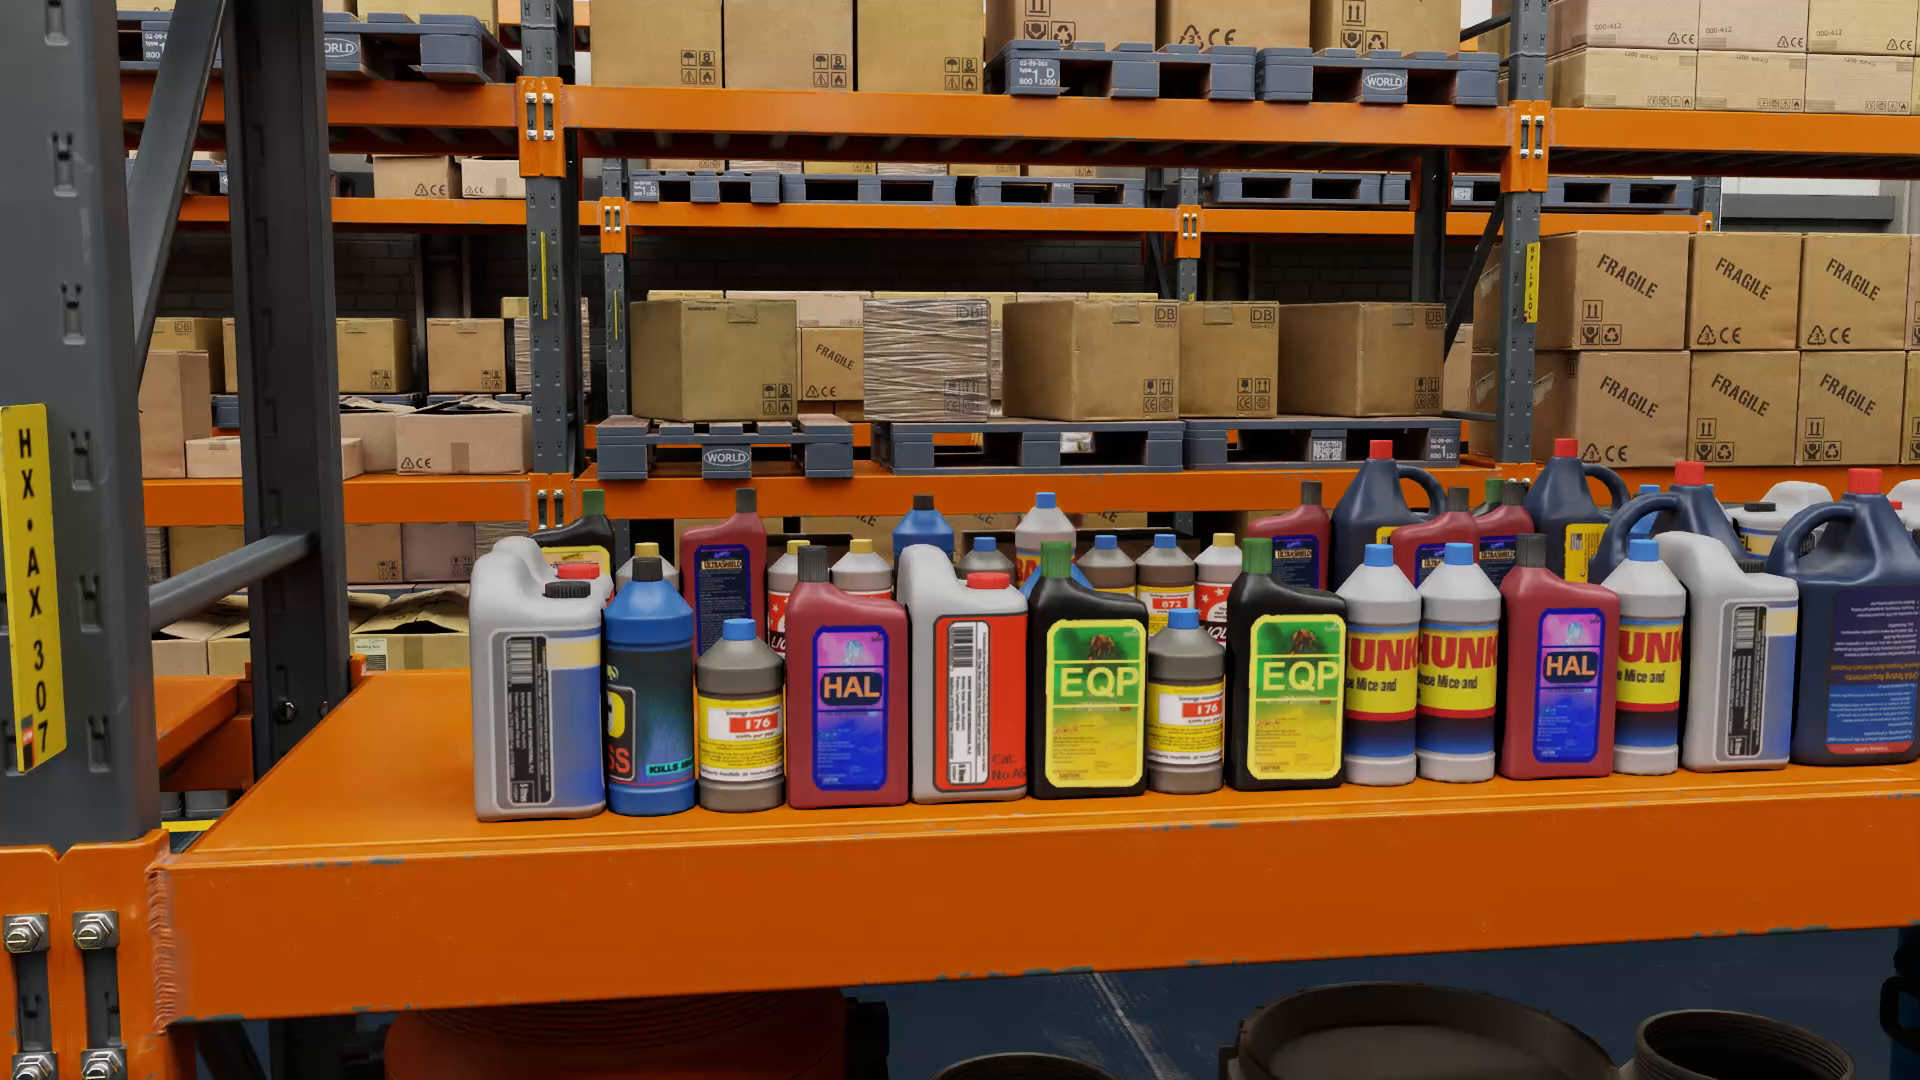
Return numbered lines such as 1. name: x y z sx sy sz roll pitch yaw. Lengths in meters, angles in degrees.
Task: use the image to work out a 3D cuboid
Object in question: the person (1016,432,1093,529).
1. person: 0.527 -0.151 9.366 0.484 1.752 0.591 -3 7 -23
